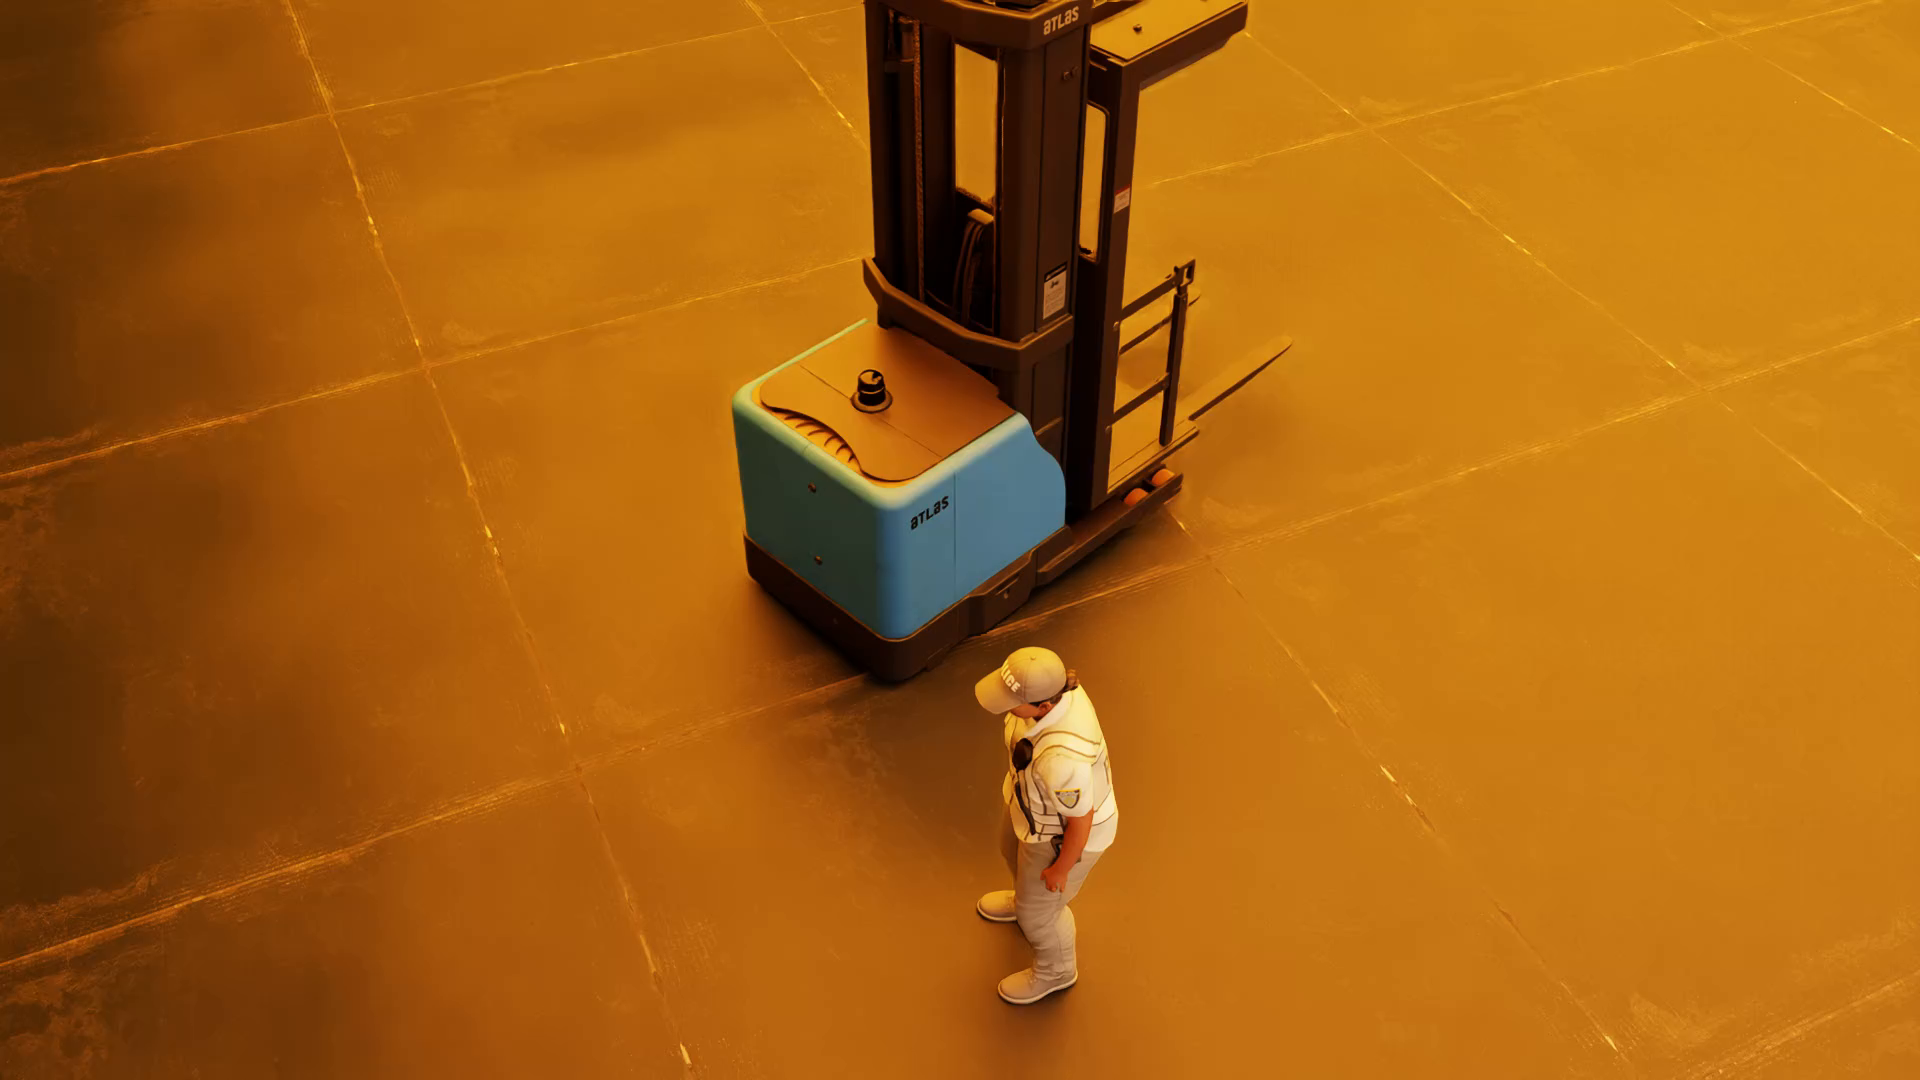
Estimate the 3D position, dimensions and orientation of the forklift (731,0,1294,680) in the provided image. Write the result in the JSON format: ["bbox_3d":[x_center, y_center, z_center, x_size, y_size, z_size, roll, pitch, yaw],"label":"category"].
[{"bbox_3d":[0.425,-1.375,7.154,1.130,2.935,3.031,34,53,31],"label":"forklift"}]

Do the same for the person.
[{"bbox_3d":[0.272,0.926,5.618,0.470,1.664,0.548,-7,44,-8],"label":"person"}]
